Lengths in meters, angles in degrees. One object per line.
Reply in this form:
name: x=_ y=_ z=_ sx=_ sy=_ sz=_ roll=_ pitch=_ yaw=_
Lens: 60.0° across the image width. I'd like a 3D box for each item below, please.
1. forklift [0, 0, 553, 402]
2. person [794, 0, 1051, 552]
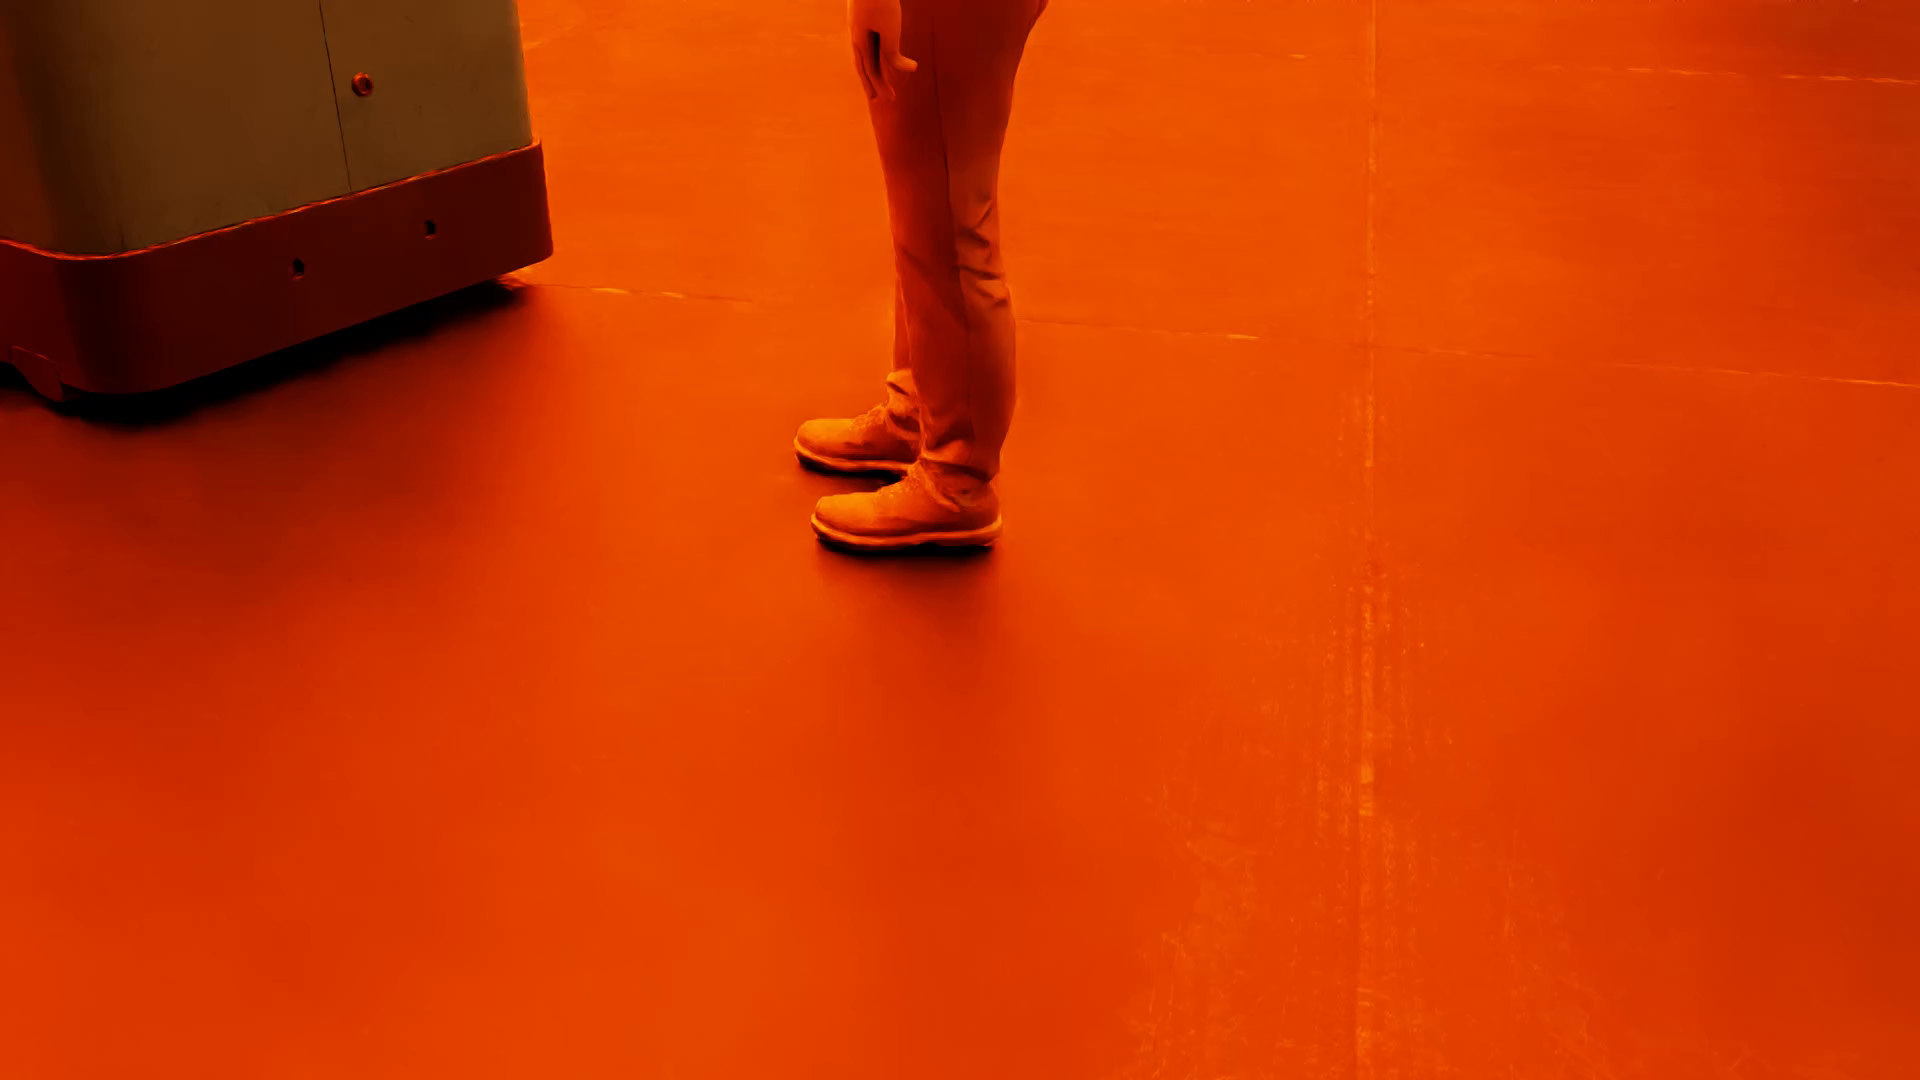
forklift: x=-2.381 y=-2.046 z=3.301 sx=3.031 sy=2.935 sz=1.130 roll=17 pitch=31 yaw=29
person: x=-0.065 y=-0.773 z=2.134 sx=0.533 sy=1.695 sz=0.586 roll=6 pitch=27 yaw=11
